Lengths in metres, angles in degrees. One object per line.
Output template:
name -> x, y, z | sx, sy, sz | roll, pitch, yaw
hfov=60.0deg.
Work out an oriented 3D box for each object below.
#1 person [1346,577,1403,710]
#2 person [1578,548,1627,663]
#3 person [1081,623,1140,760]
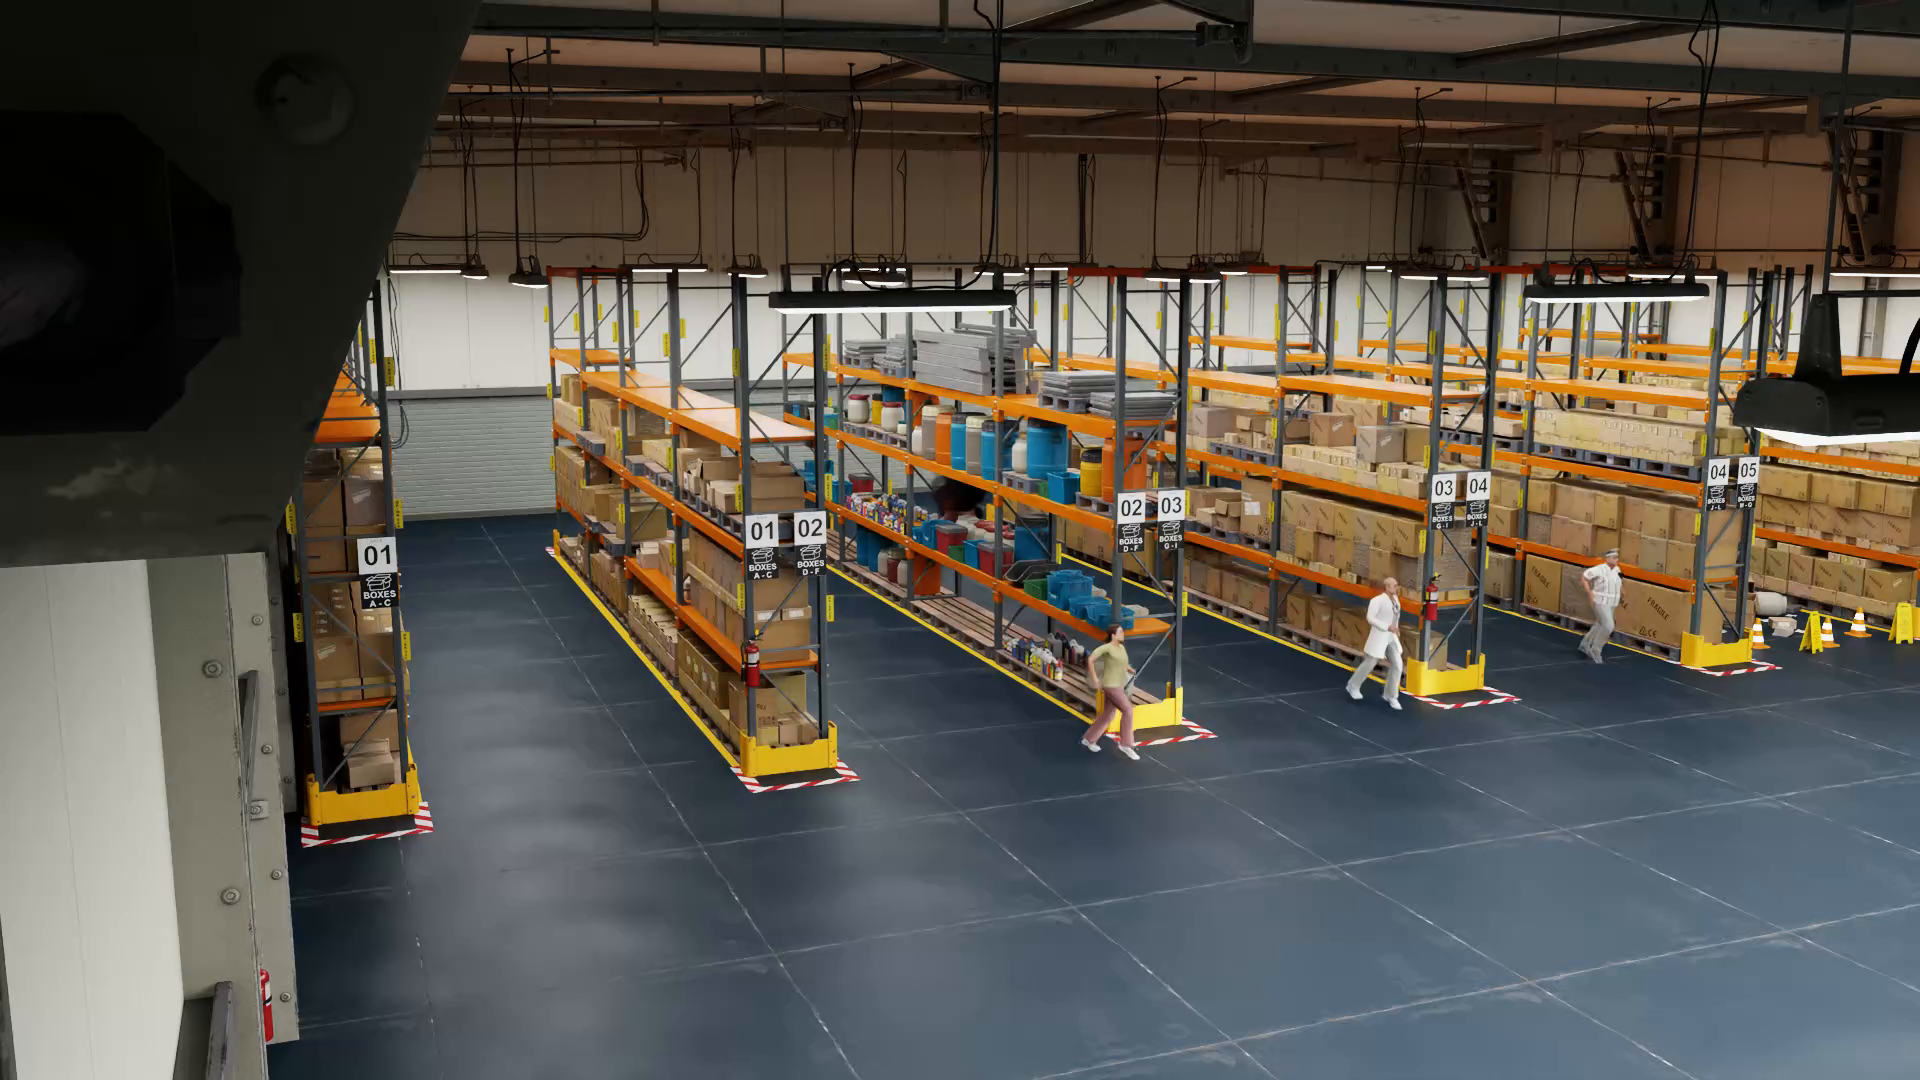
person -> 5.963, 1.431, 23.413 | 0.767, 1.840, 0.857 | -7, 12, -35
person -> 10.049, 1.017, 25.935 | 0.640, 1.817, 0.738 | -6, 11, -30
person -> 1.978, 1.887, 21.042 | 0.814, 1.651, 0.577 | 5, 11, 28
